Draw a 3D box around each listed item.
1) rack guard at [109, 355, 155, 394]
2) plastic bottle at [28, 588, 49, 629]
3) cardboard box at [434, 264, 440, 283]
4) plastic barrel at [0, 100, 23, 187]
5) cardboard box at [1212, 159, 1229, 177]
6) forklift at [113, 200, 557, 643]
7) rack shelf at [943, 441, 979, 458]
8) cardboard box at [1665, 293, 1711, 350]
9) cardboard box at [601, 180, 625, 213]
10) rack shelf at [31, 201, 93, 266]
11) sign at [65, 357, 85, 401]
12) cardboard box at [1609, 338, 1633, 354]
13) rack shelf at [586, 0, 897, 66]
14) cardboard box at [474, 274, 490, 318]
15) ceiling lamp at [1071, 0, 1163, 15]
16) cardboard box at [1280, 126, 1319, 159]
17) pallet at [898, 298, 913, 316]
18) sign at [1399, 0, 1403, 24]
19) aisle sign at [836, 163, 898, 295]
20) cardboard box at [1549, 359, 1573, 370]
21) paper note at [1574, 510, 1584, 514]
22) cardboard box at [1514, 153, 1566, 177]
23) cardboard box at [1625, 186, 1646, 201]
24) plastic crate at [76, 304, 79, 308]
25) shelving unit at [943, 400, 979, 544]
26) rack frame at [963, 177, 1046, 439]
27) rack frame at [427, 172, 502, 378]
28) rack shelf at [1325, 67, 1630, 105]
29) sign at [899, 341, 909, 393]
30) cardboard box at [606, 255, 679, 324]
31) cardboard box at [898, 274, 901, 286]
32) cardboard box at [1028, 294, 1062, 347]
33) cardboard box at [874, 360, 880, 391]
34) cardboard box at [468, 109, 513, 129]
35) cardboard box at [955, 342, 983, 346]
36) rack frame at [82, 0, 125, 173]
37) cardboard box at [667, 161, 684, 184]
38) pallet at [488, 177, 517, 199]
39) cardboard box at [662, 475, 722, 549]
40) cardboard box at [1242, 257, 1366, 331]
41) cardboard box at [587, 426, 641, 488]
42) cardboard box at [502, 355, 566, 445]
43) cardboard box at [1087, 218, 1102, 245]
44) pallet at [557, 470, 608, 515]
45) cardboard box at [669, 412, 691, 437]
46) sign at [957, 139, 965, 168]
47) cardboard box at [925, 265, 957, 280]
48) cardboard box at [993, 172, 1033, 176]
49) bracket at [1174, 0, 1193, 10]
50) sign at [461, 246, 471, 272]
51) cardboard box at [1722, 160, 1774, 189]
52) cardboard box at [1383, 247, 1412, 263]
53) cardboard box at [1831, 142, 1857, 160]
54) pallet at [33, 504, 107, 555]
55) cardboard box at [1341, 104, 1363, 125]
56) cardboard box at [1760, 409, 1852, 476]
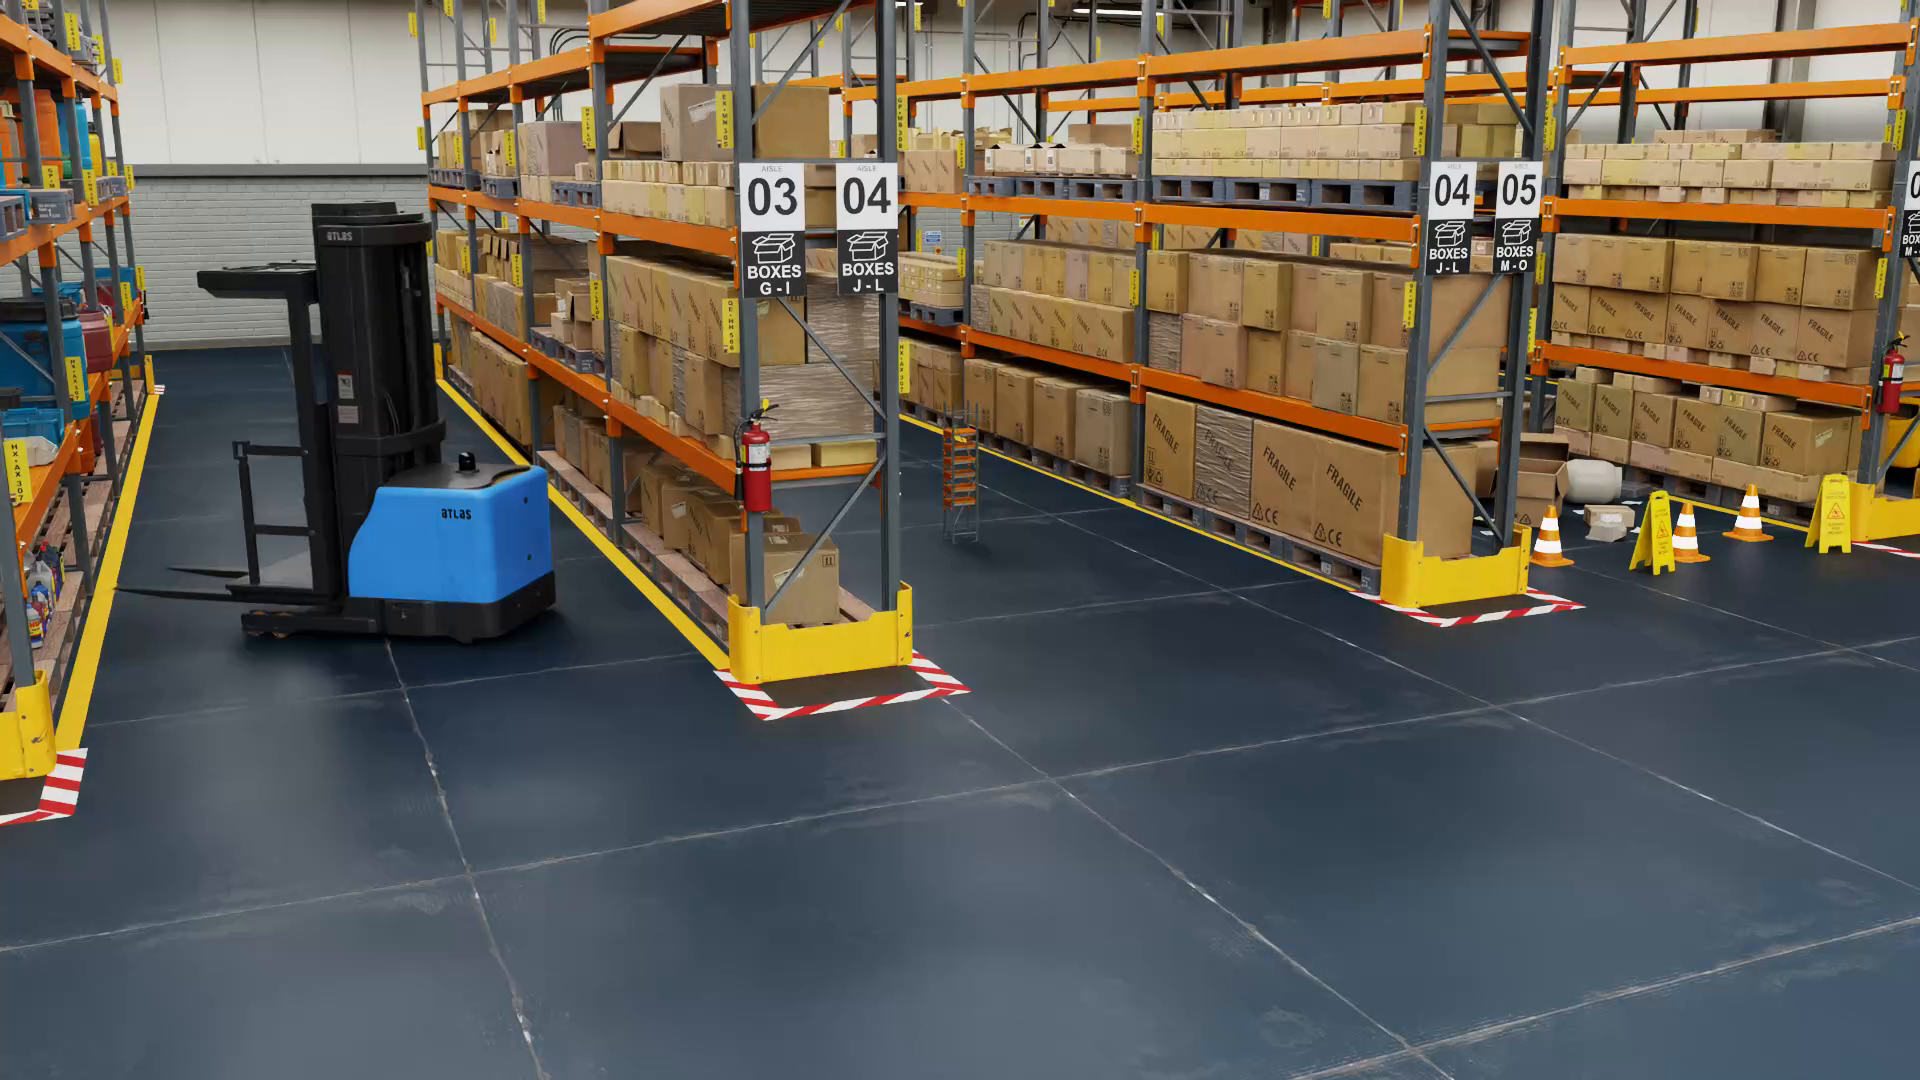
[{"bbox_3d":[-11.834,-2.265,23.047,1.175,0.500,0.348,-6,14,-23],"label":"rack guard"},{"bbox_3d":[-6.021,0.447,10.860,0.097,0.271,0.097,0,13,0],"label":"plastic bottle"},{"bbox_3d":[-7.329,-3.875,24.131,0.500,0.250,0.500,-6,14,-24],"label":"cardboard box"},{"bbox_3d":[-8.478,-3.342,14.395,0.600,0.901,0.600,0,13,0],"label":"plastic barrel"},{"bbox_3d":[2.362,-3.151,14.082,0.380,0.149,0.250,-6,14,-24],"label":"cardboard box"},{"bbox_3d":[-4.505,-0.873,11.641,3.031,2.935,1.130,2,13,11],"label":"forklift"},{"bbox_3d":[0.006,-0.772,14.178,0.258,0.103,0.180,-6,14,-23],"label":"rack shelf"},{"bbox_3d":[7.166,-2.111,15.955,0.500,0.500,0.500,-5,14,-22],"label":"cardboard box"},{"bbox_3d":[-2.522,-2.719,13.147,0.500,0.250,0.500,-6,14,-25],"label":"cardboard box"},{"bbox_3d":[-7.807,-2.524,13.565,1.077,0.370,4.000,-6,14,-23],"label":"rack shelf"},{"bbox_3d":[-6.497,-1.182,12.211,0.100,0.325,0.005,-6,14,-23],"label":"sign"},{"bbox_3d":[6.795,-1.972,16.794,0.380,0.149,0.250,-5,14,-21],"label":"cardboard box"},{"bbox_3d":[-1.666,-3.605,11.590,1.077,0.370,4.000,-6,14,-23],"label":"rack shelf"},{"bbox_3d":[-5.717,-3.031,20.592,0.500,0.500,0.500,-6,14,-23],"label":"cardboard box"},{"bbox_3d":[3.146,-11.381,30.639,2.000,3.185,0.800,-6,14,-23],"label":"ceiling lamp"},{"bbox_3d":[2.868,-3.117,13.054,0.500,0.250,0.500,-6,14,-23],"label":"cardboard box"},{"bbox_3d":[-0.315,-3.012,21.159,1.003,0.211,1.213,-6,14,-23],"label":"pallet"},{"bbox_3d":[5.504,-6.636,20.838,0.100,0.325,0.005,-6,14,-23],"label":"sign"},{"bbox_3d":[-0.565,-1.901,10.168,0.394,0.787,0.004,-6,14,-23],"label":"aisle sign"},{"bbox_3d":[9.000,-2.777,24.327,0.500,0.500,0.500,-6,14,-24],"label":"cardboard box"},{"bbox_3d":[5.810,-0.268,15.487,0.148,0.019,0.142,-1,13,-4],"label":"paper note"},{"bbox_3d":[6.246,-4.043,17.934,0.500,0.250,0.500,-6,14,-24],"label":"cardboard box"},{"bbox_3d":[6.831,-3.439,16.481,0.380,0.149,0.250,-5,14,-21],"label":"cardboard box"},{"bbox_3d":[-10.905,-2.755,20.097,0.437,0.125,0.590,-6,14,-23],"label":"plastic crate"},{"bbox_3d":[0.006,-0.582,14.222,0.258,1.200,0.189,-6,14,-23],"label":"shelving unit"},{"bbox_3d":[0.516,-2.701,19.386,1.000,3.000,0.127,-6,14,-23],"label":"rack frame"},{"bbox_3d":[-7.274,-3.926,24.682,1.000,3.000,0.127,-6,14,-23],"label":"rack frame"},{"bbox_3d":[5.812,-5.133,19.072,1.077,0.370,4.000,-6,14,-23],"label":"rack shelf"},{"bbox_3d":[-0.368,-1.091,10.513,0.100,0.325,0.005,-6,14,-23],"label":"sign"},{"bbox_3d":[-2.520,-2.012,13.311,0.500,0.500,0.500,-6,14,-23],"label":"cardboard box"},{"bbox_3d":[-0.618,-3.255,20.747,0.380,0.149,0.250,-5,14,-22],"label":"cardboard box"},{"bbox_3d":[1.054,-2.320,17.520,0.500,0.500,0.500,-6,14,-24],"label":"cardboard box"},{"bbox_3d":[-0.820,-2.228,21.956,0.500,0.500,0.500,-5,14,-20],"label":"cardboard box"},{"bbox_3d":[-6.043,-5.424,21.461,0.500,0.250,0.500,-7,15,-27],"label":"cardboard box"},{"bbox_3d":[0.258,-2.322,20.699,0.500,0.250,0.500,-6,14,-24],"label":"cardboard box"},{"bbox_3d":[-11.812,-6.402,22.072,1.000,3.000,0.127,-6,14,-23],"label":"rack frame"},{"bbox_3d":[-1.777,-2.502,11.323,0.380,0.149,0.250,-6,15,-26],"label":"cardboard box"},{"bbox_3d":[-4.376,-3.771,17.778,1.213,0.211,1.003,-5,14,-20],"label":"pallet"},{"bbox_3d":[-2.107,-0.230,13.323,0.500,0.500,0.500,-1,13,-5],"label":"cardboard box"},{"bbox_3d":[2.871,-2.058,13.883,0.875,0.550,0.500,-6,14,-23],"label":"cardboard box"},{"bbox_3d":[-3.092,-0.788,15.691,0.700,0.500,0.500,-7,15,-28],"label":"cardboard box"},{"bbox_3d":[-4.327,-1.587,18.357,1.225,0.875,0.875,-6,14,-26],"label":"cardboard box"},{"bbox_3d":[2.365,-4.918,26.526,0.500,0.500,0.500,-6,14,-23],"label":"cardboard box"},{"bbox_3d":[-3.273,-0.502,16.069,1.003,0.211,1.213,-6,14,-23],"label":"pallet"},{"bbox_3d":[-1.865,-0.839,11.899,0.380,0.149,0.250,-6,14,-23],"label":"cardboard box"},{"bbox_3d":[0.018,-4.365,18.780,0.100,0.325,0.005,-6,14,-23],"label":"sign"},{"bbox_3d":[-0.199,-3.185,19.784,0.380,0.149,0.250,-6,14,-24],"label":"cardboard box"},{"bbox_3d":[0.531,-4.353,19.650,0.500,0.500,0.500,-6,14,-23],"label":"cardboard box"},{"bbox_3d":[4.658,-11.129,34.514,0.235,0.232,0.430,-6,14,-23],"label":"bracket"},{"bbox_3d":[-6.180,-3.510,20.787,0.100,0.325,0.005,-6,14,-23],"label":"sign"},{"bbox_3d":[7.351,-3.341,15.174,0.500,0.250,0.500,-5,14,-21],"label":"cardboard box"},{"bbox_3d":[5.413,-3.237,19.890,0.500,0.500,0.500,-5,14,-22],"label":"cardboard box"},{"bbox_3d":[7.741,-3.343,14.299,0.380,0.149,0.250,-5,14,-22],"label":"cardboard box"},{"bbox_3d":[-7.848,-0.052,14.128,1.003,0.211,1.213,-6,14,-23],"label":"pallet"},{"bbox_3d":[3.073,-3.172,12.407,0.380,0.149,0.250,-5,14,-22],"label":"cardboard box"},{"bbox_3d":[7.655,-0.888,15.058,0.500,0.500,0.500,-6,14,-23],"label":"cardboard box"}]
